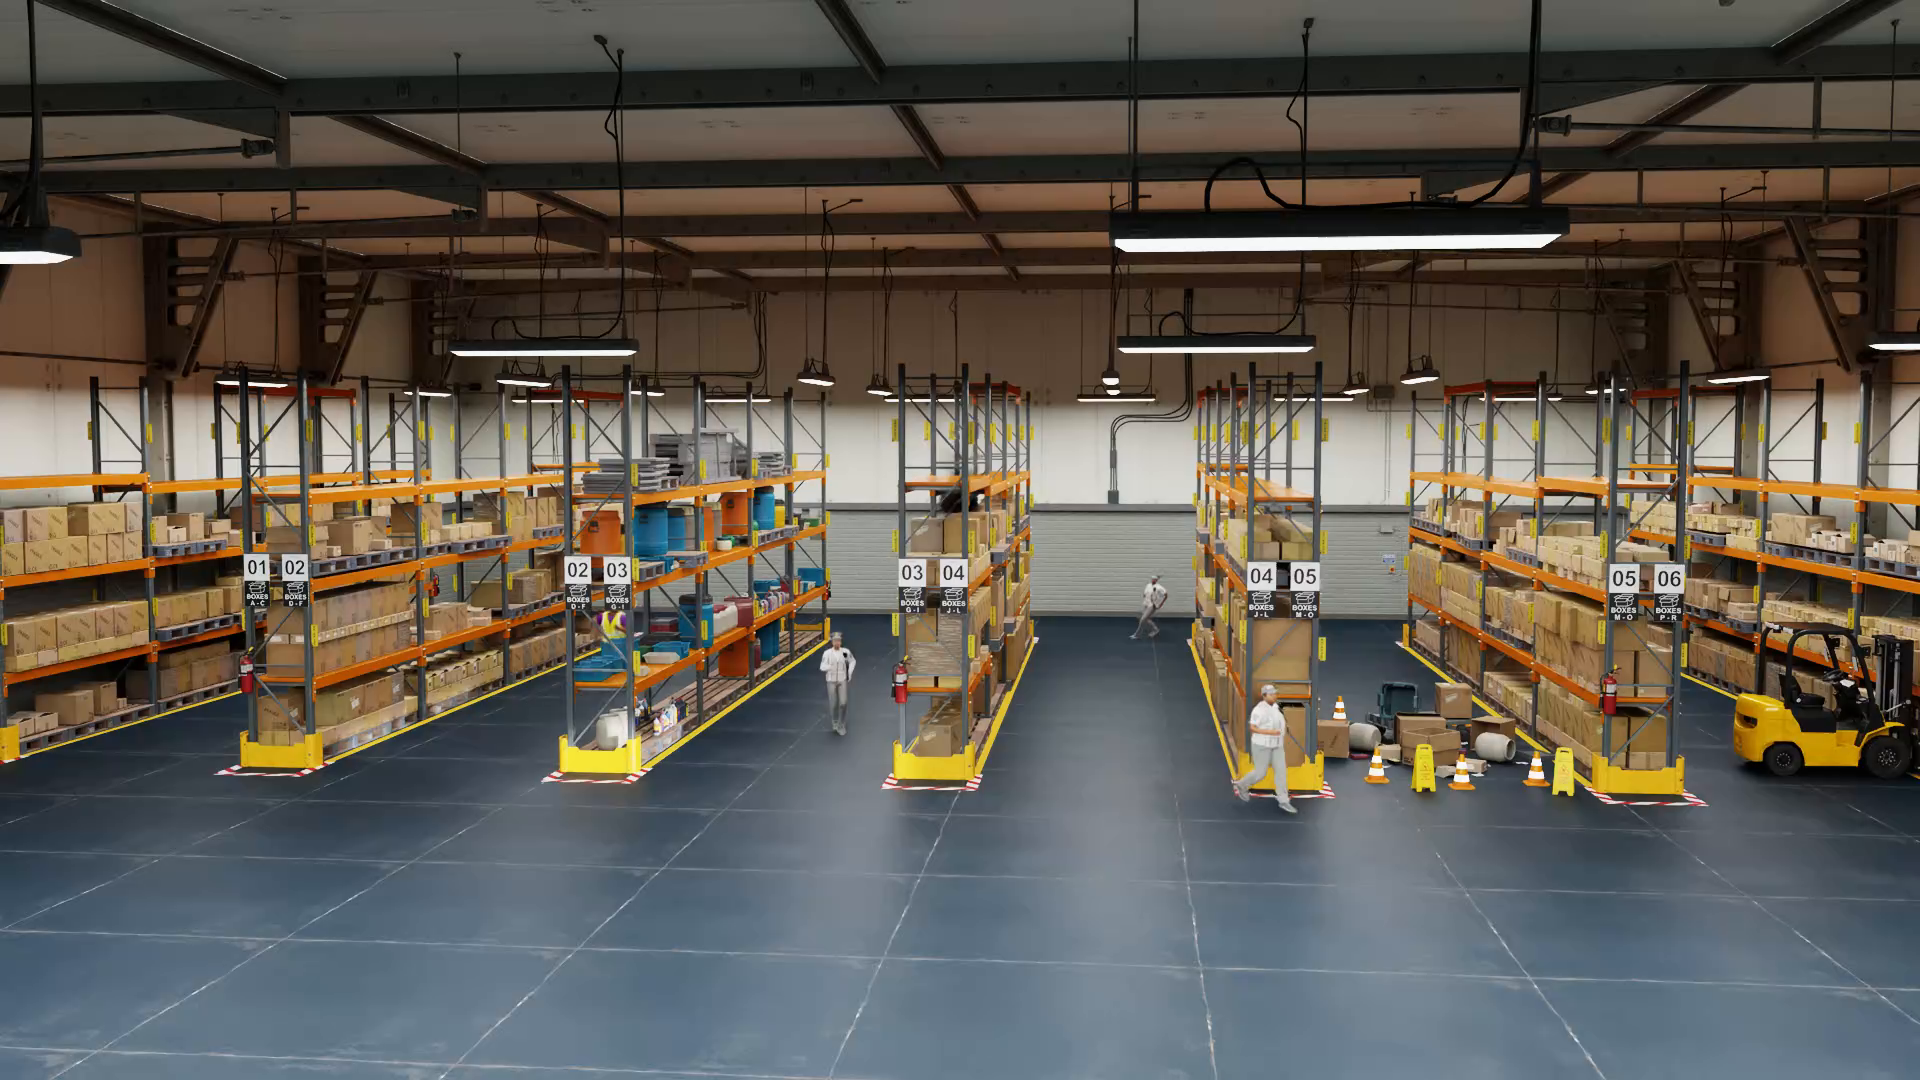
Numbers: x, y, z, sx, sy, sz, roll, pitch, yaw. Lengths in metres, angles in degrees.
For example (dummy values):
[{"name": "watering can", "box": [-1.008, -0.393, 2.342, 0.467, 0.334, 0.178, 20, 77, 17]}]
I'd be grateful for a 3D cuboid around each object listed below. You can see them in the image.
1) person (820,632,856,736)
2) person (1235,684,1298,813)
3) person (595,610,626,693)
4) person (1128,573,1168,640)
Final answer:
[{"name": "person", "box": [-2.028, 2.387, 27.628, 0.592, 1.734, 0.684, 0, 4, -3]}, {"name": "person", "box": [4.073, 2.742, 22.053, 0.615, 1.665, 0.939, -3, 5, -38]}, {"name": "person", "box": [-6.787, 2.027, 32.474, 0.677, 1.821, 0.820, -1, 4, -9]}, {"name": "person", "box": [4.586, 1.607, 40.269, 0.831, 1.631, 0.636, -2, 4, -29]}]
